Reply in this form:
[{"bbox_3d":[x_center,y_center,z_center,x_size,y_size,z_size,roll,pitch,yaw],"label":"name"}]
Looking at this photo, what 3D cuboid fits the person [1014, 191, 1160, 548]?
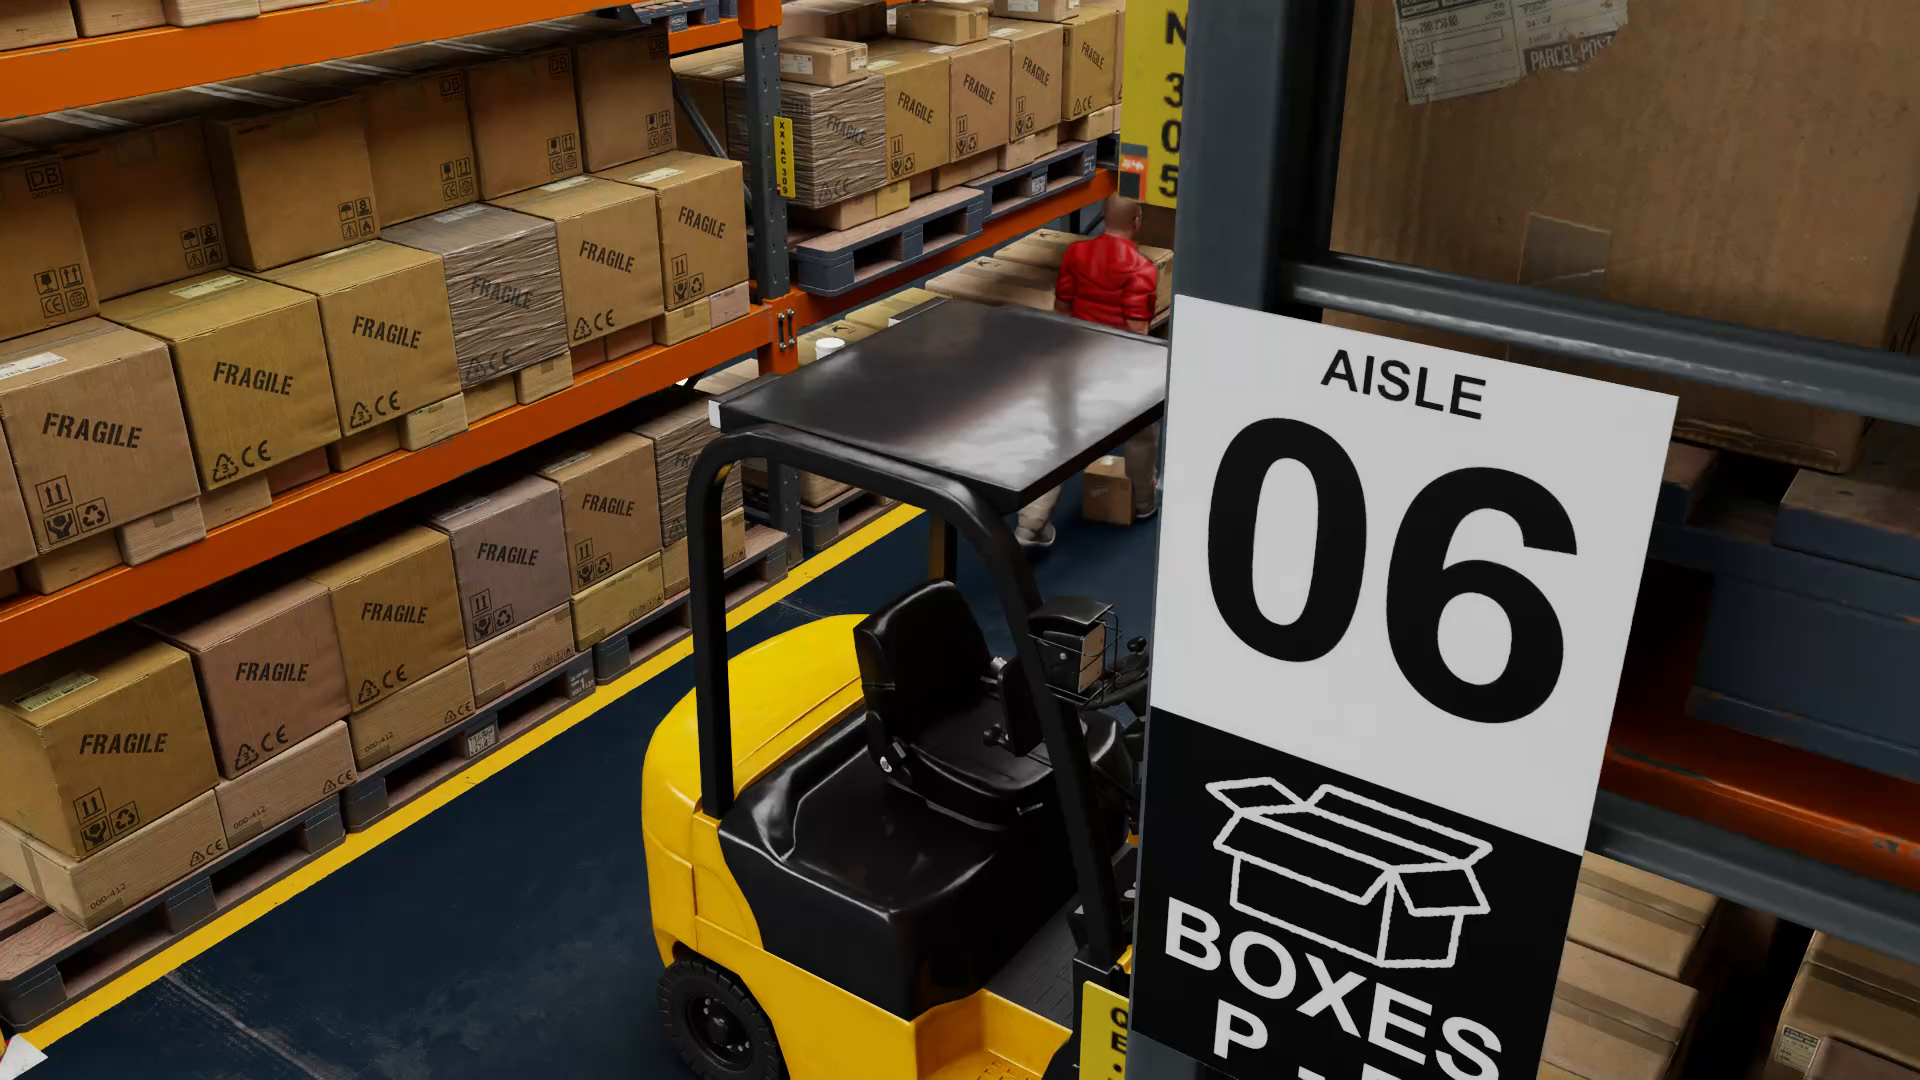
[{"bbox_3d":[0.646,-0.786,7.743,0.537,1.667,1.110,17,31,29],"label":"person"}]
